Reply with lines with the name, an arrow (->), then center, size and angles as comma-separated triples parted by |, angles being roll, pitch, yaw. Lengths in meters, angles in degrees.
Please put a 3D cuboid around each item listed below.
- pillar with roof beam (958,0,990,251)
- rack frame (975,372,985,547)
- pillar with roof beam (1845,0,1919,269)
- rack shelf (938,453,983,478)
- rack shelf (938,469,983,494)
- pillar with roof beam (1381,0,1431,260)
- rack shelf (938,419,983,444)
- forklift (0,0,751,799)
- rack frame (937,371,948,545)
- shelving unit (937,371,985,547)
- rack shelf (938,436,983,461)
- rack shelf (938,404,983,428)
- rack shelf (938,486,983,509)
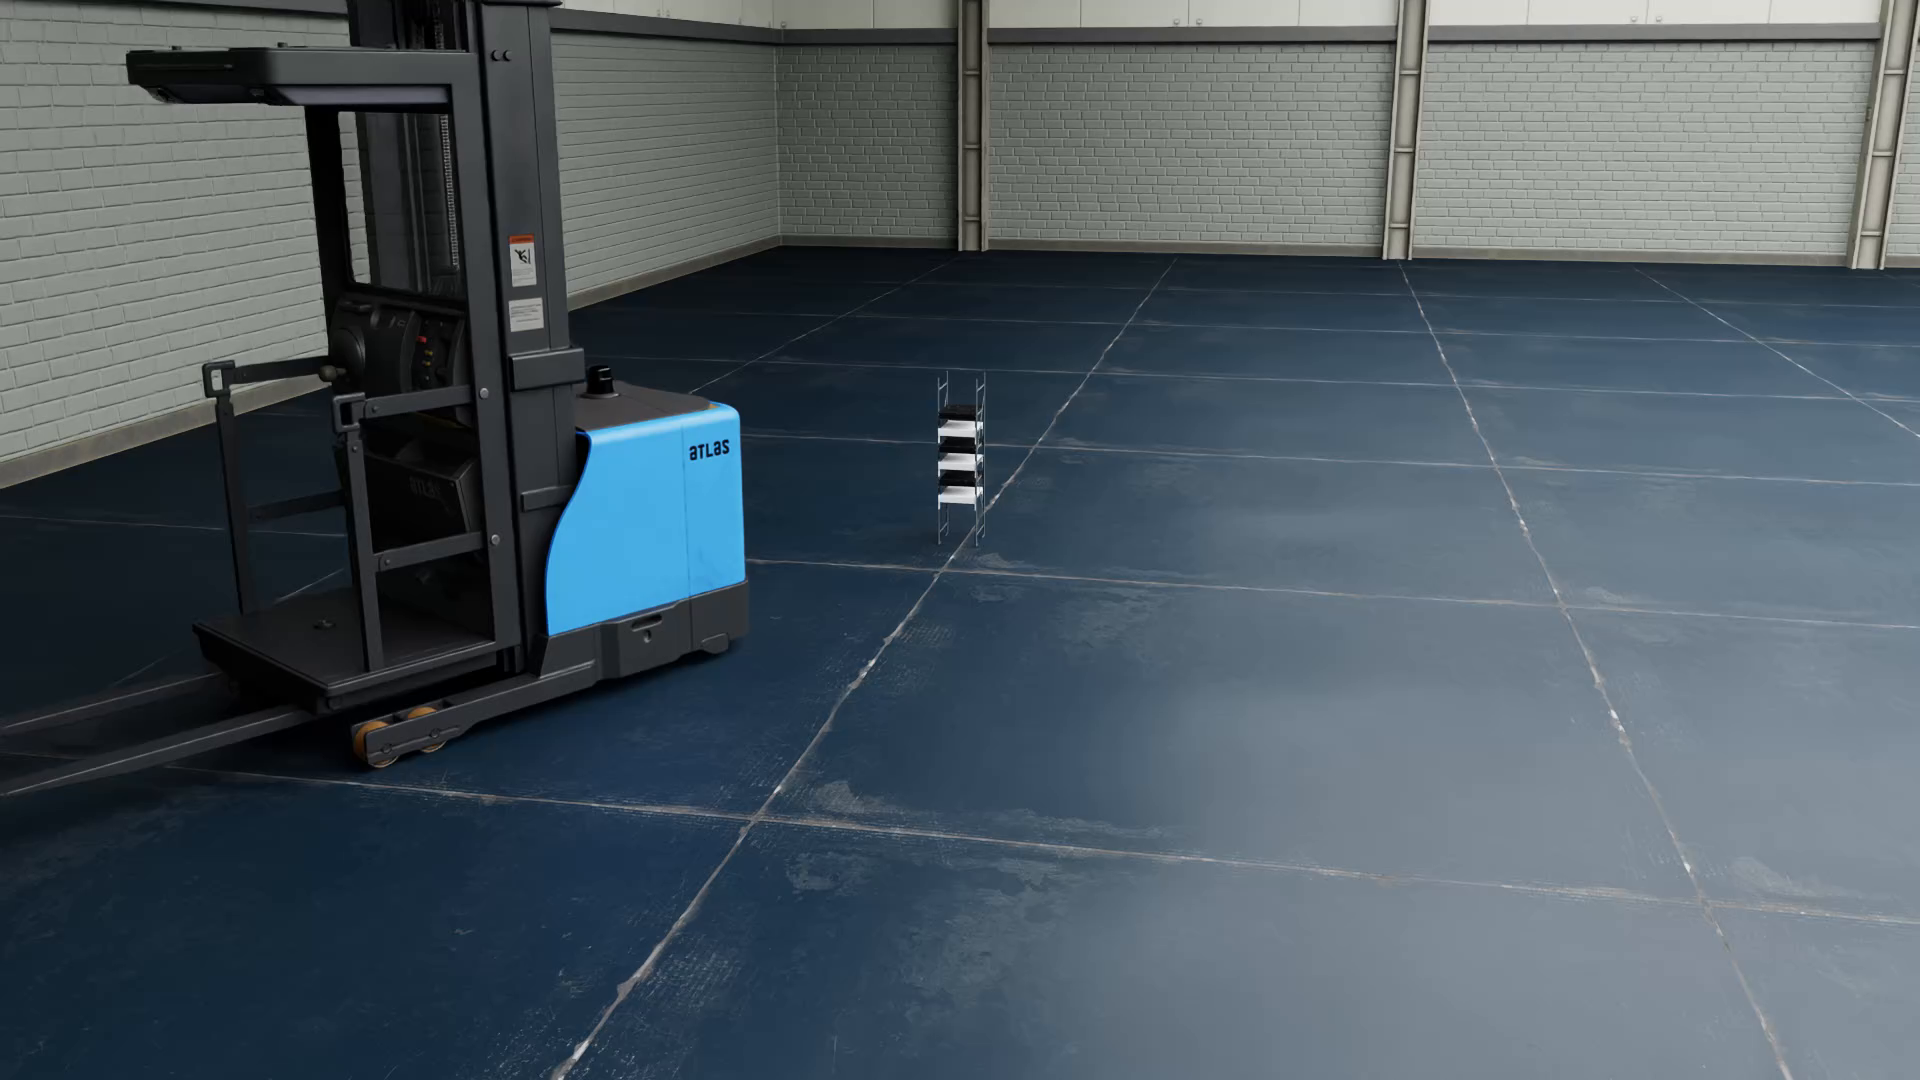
pillar with roof beam -> -0.663, -7.448, 19.024 | 0.400, 9.000, 9.100 | 3, 16, 11
rack frame -> 0.108, -0.428, 8.851 | 0.006, 0.900, 0.240 | 3, 16, 11
pillar with roof beam -> 11.096, -6.810, 16.720 | 0.400, 9.000, 9.100 | 3, 16, 11
rack shelf -> 0.008, -0.401, 8.879 | 0.200, 0.077, 0.258 | 3, 16, 11
rack shelf -> 0.008, -0.314, 8.903 | 0.200, 0.077, 0.258 | 3, 16, 11
pillar with roof beam -> 5.216, -7.129, 17.872 | 0.400, 9.000, 9.100 | 3, 16, 11
rack shelf -> 0.008, -0.575, 8.831 | 0.200, 0.077, 0.258 | 3, 16, 11
forklift -> -2.284, -0.741, 6.177 | 1.130, 2.935, 3.031 | 14, 21, 41
rack frame -> -0.092, -0.439, 8.890 | 0.006, 0.900, 0.240 | 3, 16, 11
shelving unit -> 0.008, -0.433, 8.870 | 0.210, 0.900, 0.258 | 3, 16, 11
rack shelf -> 0.008, -0.488, 8.855 | 0.200, 0.077, 0.258 | 3, 16, 11
rack shelf -> 0.008, -0.661, 8.807 | 0.200, 0.077, 0.258 | 3, 16, 11
rack shelf -> 0.008, -0.228, 8.927 | 0.200, 0.077, 0.258 | 3, 16, 11
